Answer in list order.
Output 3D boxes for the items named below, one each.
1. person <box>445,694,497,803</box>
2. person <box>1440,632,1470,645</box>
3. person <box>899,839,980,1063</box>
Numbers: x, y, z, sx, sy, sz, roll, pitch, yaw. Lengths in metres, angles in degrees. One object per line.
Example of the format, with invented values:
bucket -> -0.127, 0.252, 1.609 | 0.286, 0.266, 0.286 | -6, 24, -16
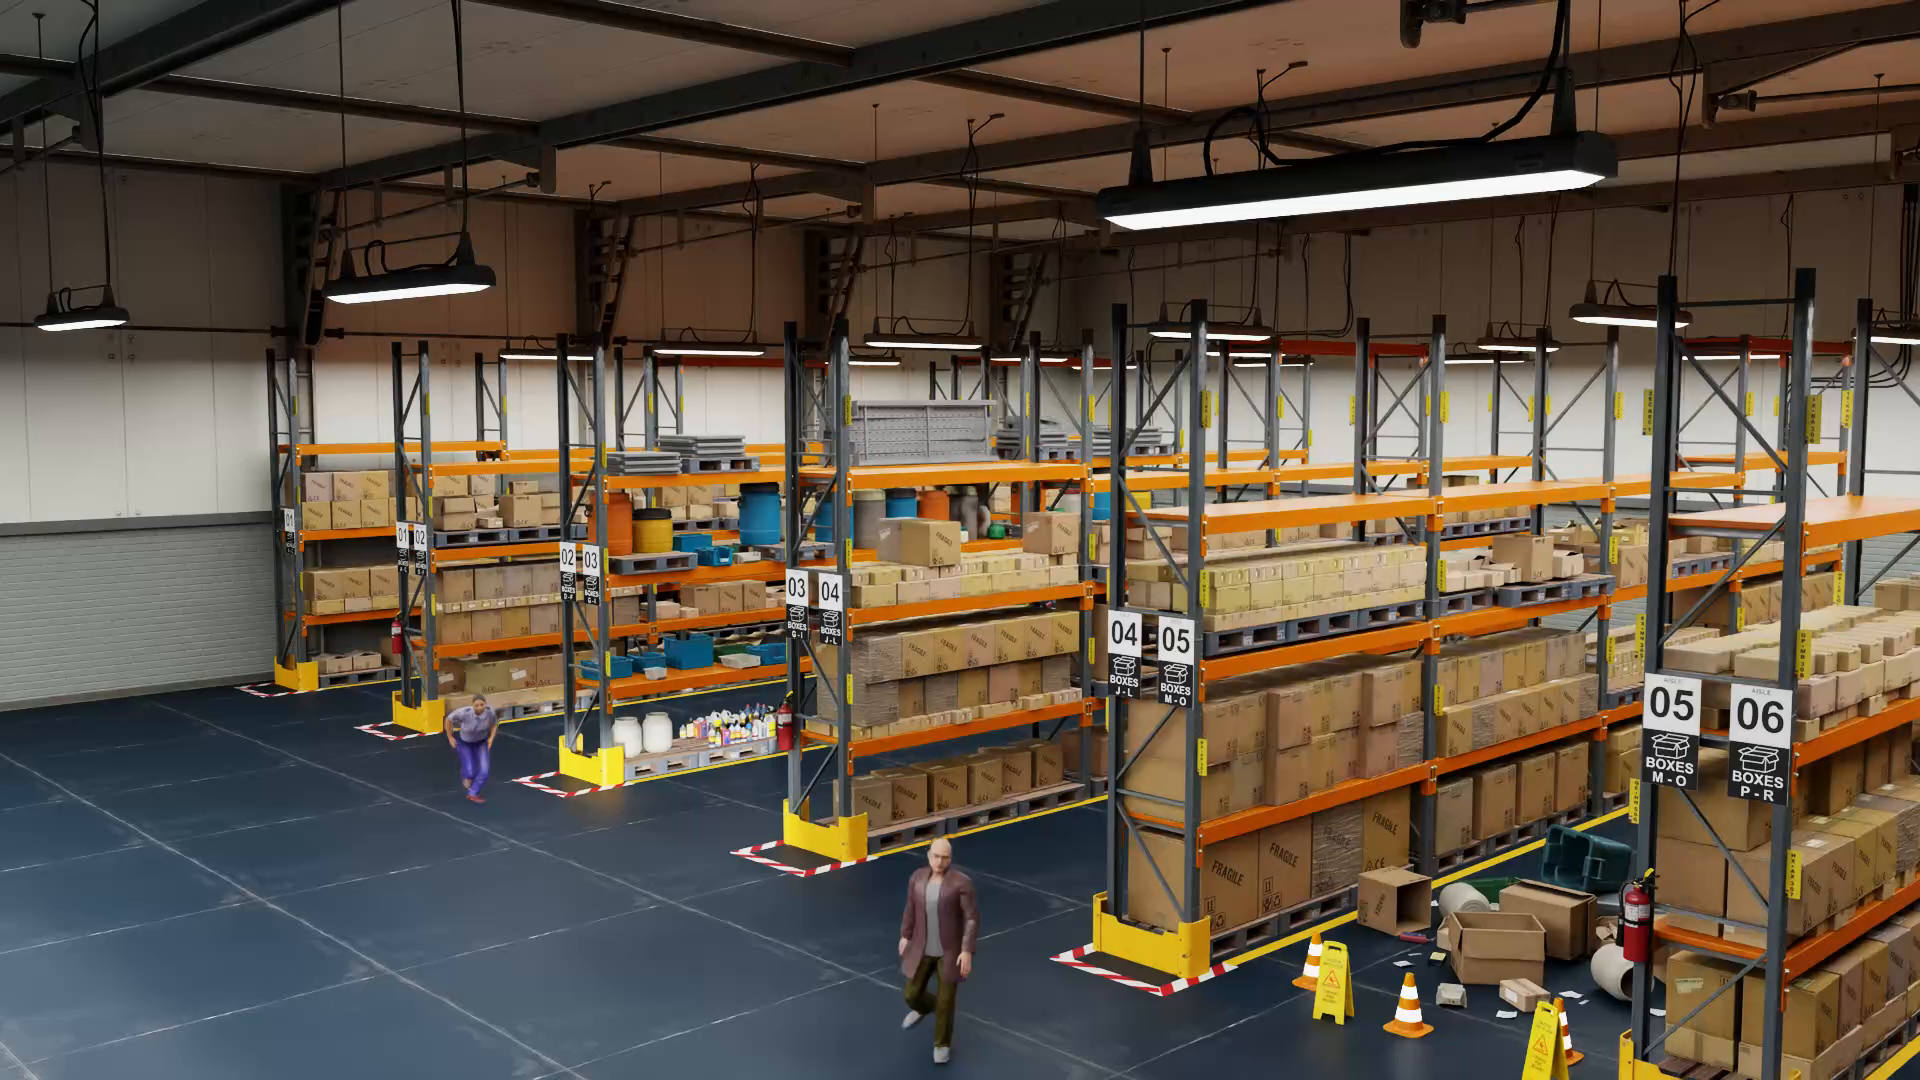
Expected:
person -> -6.197, 2.629, 21.066 | 0.627, 1.462, 0.808 | -3, 6, -32
person -> 7.597, 2.102, 25.559 | 0.831, 1.771, 0.635 | -4, 7, -41
person -> -0.161, 3.166, 13.004 | 0.742, 1.747, 0.736 | 2, 5, 17
